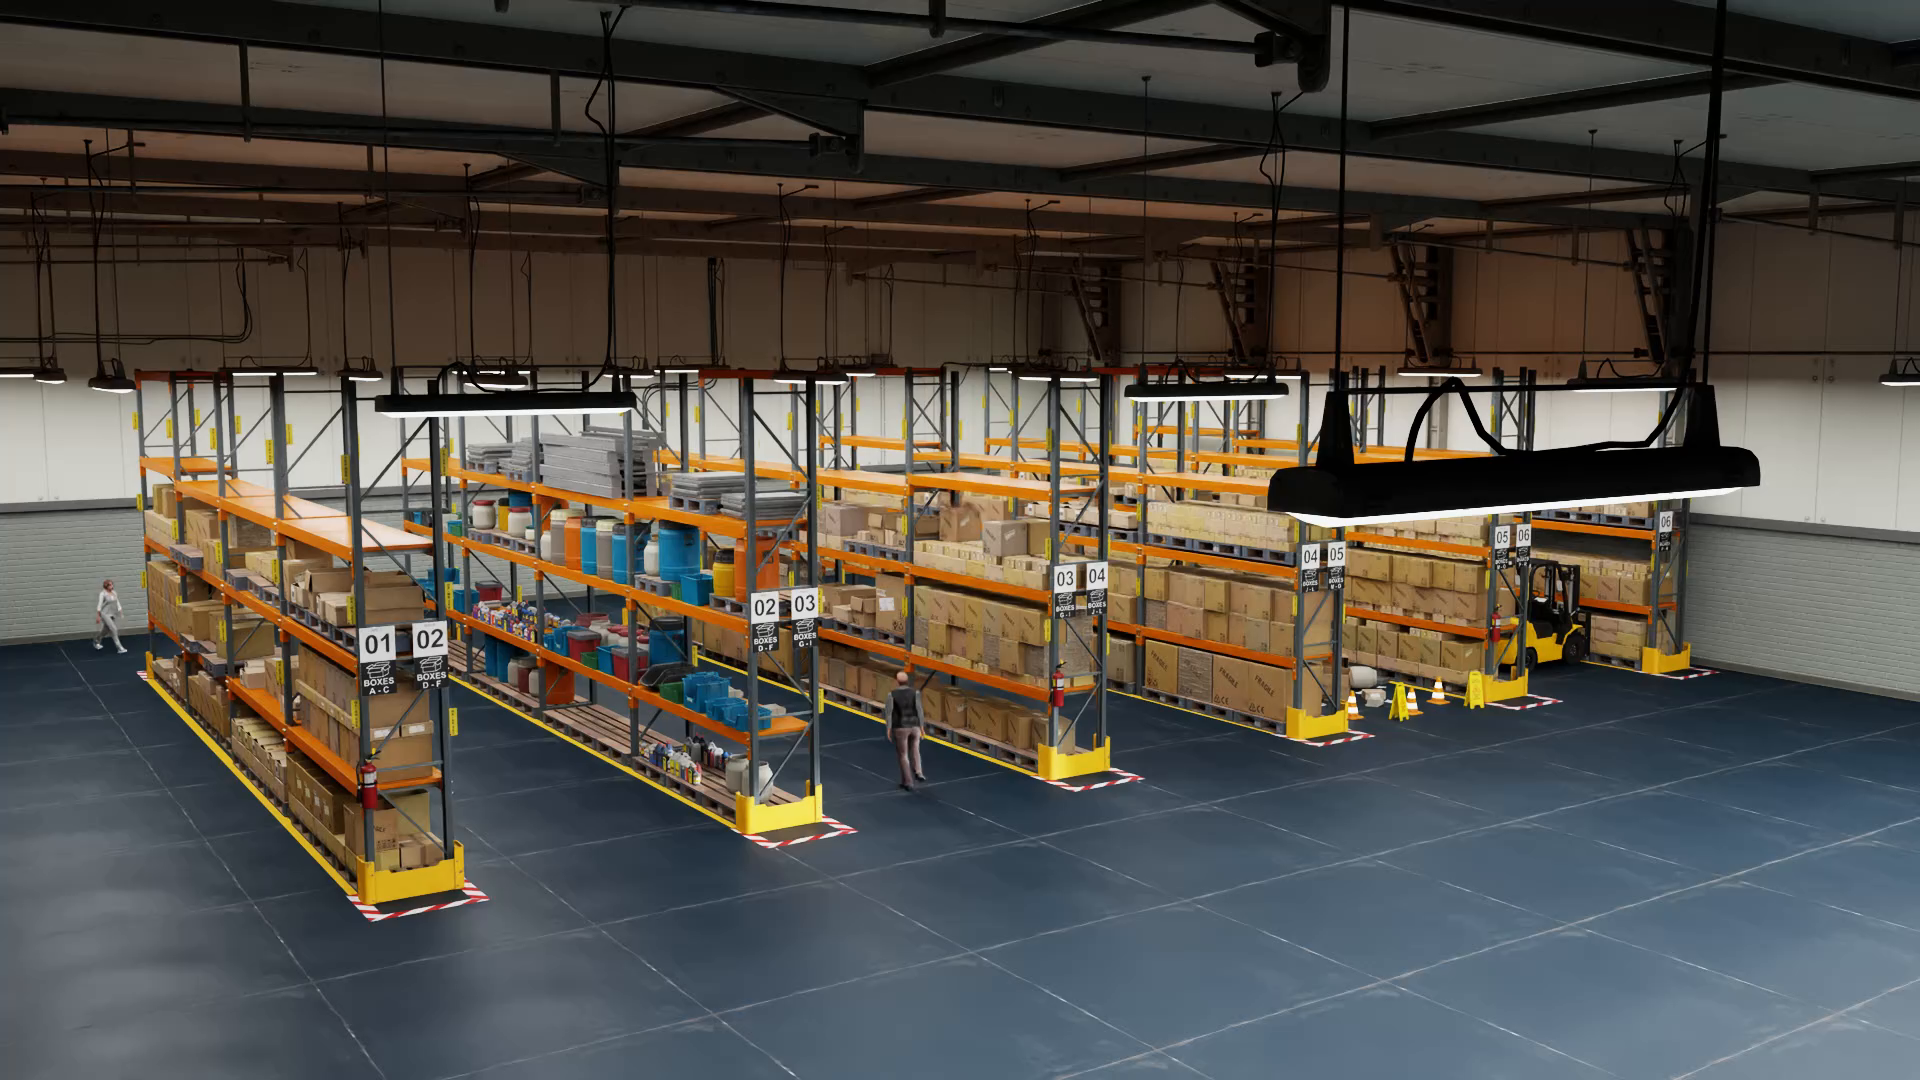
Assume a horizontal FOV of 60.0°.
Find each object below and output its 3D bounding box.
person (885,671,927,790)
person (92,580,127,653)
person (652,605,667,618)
[{"bbox_3d":[-0.789,2.849,24.130,0.579,1.520,0.478,-3,7,-22],"label":"person"},{"bbox_3d":[-17.954,1.591,35.117,1.014,1.532,0.421,2,7,16],"label":"person"},{"bbox_3d":[-5.958,1.770,33.297,0.405,1.721,0.486,1,7,11],"label":"person"}]
